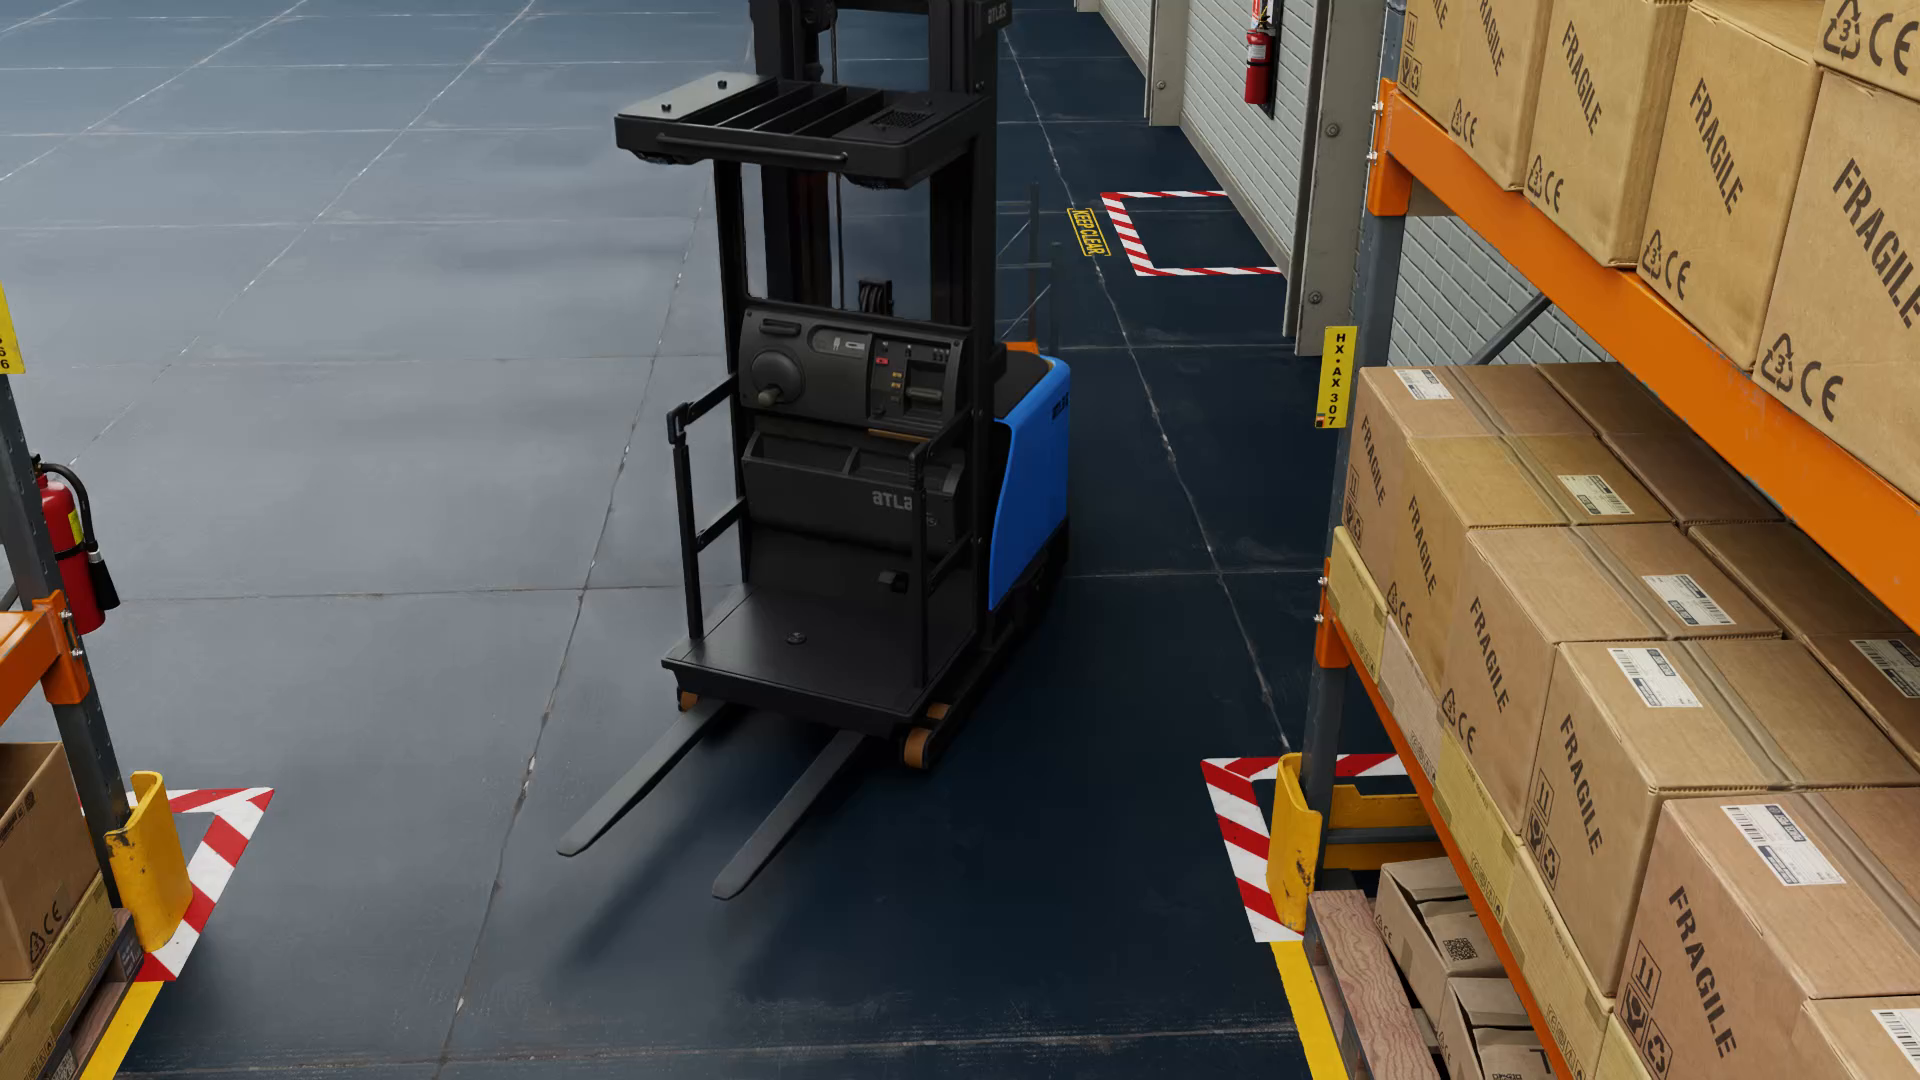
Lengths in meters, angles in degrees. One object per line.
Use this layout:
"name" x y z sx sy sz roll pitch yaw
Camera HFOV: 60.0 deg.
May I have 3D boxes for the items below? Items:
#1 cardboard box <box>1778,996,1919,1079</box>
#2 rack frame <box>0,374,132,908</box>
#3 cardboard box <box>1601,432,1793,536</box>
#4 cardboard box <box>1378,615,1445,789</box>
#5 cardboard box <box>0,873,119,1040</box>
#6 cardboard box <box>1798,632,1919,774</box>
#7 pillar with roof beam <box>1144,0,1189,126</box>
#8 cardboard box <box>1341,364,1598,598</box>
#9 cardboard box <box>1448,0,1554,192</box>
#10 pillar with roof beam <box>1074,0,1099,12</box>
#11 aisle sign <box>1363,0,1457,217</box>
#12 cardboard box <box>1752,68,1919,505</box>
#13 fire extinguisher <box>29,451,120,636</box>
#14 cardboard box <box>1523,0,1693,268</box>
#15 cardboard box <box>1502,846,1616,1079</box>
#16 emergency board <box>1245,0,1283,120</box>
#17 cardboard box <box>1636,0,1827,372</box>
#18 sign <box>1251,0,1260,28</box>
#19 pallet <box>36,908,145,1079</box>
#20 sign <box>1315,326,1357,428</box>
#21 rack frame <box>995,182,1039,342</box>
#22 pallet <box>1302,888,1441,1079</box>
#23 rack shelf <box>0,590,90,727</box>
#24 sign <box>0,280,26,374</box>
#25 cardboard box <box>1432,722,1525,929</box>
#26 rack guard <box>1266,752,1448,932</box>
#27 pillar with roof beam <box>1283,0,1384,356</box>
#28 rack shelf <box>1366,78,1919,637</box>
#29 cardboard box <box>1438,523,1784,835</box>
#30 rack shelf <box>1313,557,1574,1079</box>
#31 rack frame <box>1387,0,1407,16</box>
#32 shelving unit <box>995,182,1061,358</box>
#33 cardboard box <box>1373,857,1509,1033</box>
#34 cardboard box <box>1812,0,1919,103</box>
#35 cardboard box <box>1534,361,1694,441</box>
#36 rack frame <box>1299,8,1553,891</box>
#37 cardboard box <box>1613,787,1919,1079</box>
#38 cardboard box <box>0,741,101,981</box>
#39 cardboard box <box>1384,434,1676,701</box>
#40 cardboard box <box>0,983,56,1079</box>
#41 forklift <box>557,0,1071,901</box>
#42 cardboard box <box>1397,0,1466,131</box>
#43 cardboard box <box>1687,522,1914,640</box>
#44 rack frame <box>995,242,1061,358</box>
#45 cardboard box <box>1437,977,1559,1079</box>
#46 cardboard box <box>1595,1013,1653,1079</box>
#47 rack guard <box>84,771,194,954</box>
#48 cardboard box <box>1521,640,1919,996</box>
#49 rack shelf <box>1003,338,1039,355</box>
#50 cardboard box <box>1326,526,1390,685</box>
"cardboard box" 1.520 1.014 2.392 0.500 0.500 0.500 -2 28 -3
"rack frame" -3.270 0.004 4.999 1.000 3.000 0.127 -1 28 -3
"cardboard box" 1.930 0.053 4.235 0.500 0.500 0.500 -1 28 -2
"cardboard box" 1.426 0.413 4.356 0.500 0.250 0.500 -2 28 -4
"cardboard box" -2.947 1.277 5.077 0.500 0.250 0.500 -1 28 -3
"cardboard box" 1.988 0.524 3.331 0.500 0.500 0.500 -1 28 -2
"pillar with roof beam" -2.349 -7.913 13.691 9.100 9.000 0.400 -1 28 -3
"cardboard box" 1.401 -0.165 4.652 0.500 0.500 0.500 -1 28 -3
"cardboard box" 1.437 -1.091 3.725 0.500 0.500 0.500 0 28 1
"pillar with roof beam" -2.662 -10.684 19.003 9.100 9.000 0.400 -1 28 -3
"aisle sign" 1.373 -1.296 4.680 0.394 0.787 0.004 -1 28 -3
"cardboard box" 1.532 -0.370 2.341 0.500 0.500 0.500 -2 28 -5
"fire extinguisher" -2.812 -0.028 5.143 0.296 0.674 0.183 -1 28 -3
"cardboard box" 1.468 -0.852 3.266 0.500 0.500 0.500 0 28 0
"cardboard box" 1.471 0.881 3.457 0.500 0.250 0.500 -1 28 -2
"emergency board" 2.173 -3.728 12.154 0.194 1.169 0.643 -1 28 -3
"cardboard box" 1.517 -0.605 2.792 0.500 0.500 0.500 0 28 1
"sign" 2.247 -4.002 12.641 0.001 0.329 0.234 -1 28 -3
"pallet" -3.188 1.592 4.969 1.003 0.211 1.213 -1 28 -3
"sign" 1.135 -0.488 5.006 0.100 0.325 0.005 -1 28 -3
"rack frame" 0.154 -1.156 8.844 0.500 1.500 0.032 -2 28 -3
"pallet" 1.688 1.530 5.088 1.003 0.211 1.213 -1 28 -3
"rack shelf" -3.166 1.246 3.395 1.077 0.370 4.000 -1 28 -3
"sign" -2.727 -0.621 4.689 0.100 0.325 0.005 -1 28 -3
"cardboard box" 1.447 0.648 3.904 0.500 0.250 0.500 -2 28 -3
"rack guard" 1.681 1.026 5.742 1.175 0.500 0.348 -1 28 -3
"pillar with roof beam" -2.035 -5.142 8.378 9.100 9.000 0.400 -1 28 -3
"rack shelf" 1.781 -0.205 2.933 1.077 0.370 4.000 -1 28 -3
"cardboard box" 1.438 0.303 3.756 0.500 0.500 0.500 -2 28 -4
"rack shelf" 1.781 1.125 3.627 1.077 0.370 4.000 -1 28 -3
"rack frame" 1.677 -2.777 3.844 1.000 3.000 0.127 -1 28 -3
"shelving unit" 0.183 -0.917 8.386 0.587 1.500 1.083 -2 28 -3
"cardboard box" 1.623 1.201 5.135 0.500 0.311 0.500 -4 28 -8
"cardboard box" 1.512 -0.815 2.115 0.500 0.500 0.500 -2 28 -4
"cardboard box" 1.914 -0.180 4.681 0.500 0.500 0.500 -2 28 -3
"rack frame" 1.677 -0.118 5.232 1.000 3.000 0.127 -1 28 -3
"cardboard box" 1.505 0.781 2.839 0.500 0.500 0.500 -2 28 -4
"cardboard box" -2.945 0.945 4.903 0.500 0.500 0.500 -1 28 -3
"cardboard box" 1.417 0.064 4.214 0.500 0.500 0.500 -1 28 -2
"cardboard box" -2.909 1.508 4.634 0.500 0.250 0.500 -1 28 -3
"forklift" -0.509 -0.620 6.269 1.130 2.935 3.031 11 29 19
"cardboard box" 1.444 -1.340 4.203 0.500 0.500 0.500 -1 28 -1
"cardboard box" 1.961 0.292 3.777 0.500 0.500 0.500 -2 28 -4
"rack frame" 0.212 -0.687 7.945 0.500 1.500 0.032 -2 28 -3
"cardboard box" 1.653 1.465 4.630 0.500 0.311 0.500 1 28 2
"cardboard box" 1.499 1.114 3.011 0.500 0.250 0.500 -2 28 -3
"rack guard" -3.271 1.101 5.598 1.175 0.500 0.348 -1 28 -3
"cardboard box" 1.477 0.541 3.299 0.500 0.500 0.500 -1 28 -1
"rack shelf" 0.183 -0.762 8.478 0.538 0.185 1.000 -2 28 -3
"cardboard box" 1.385 0.173 4.815 0.500 0.250 0.500 -2 28 -4
